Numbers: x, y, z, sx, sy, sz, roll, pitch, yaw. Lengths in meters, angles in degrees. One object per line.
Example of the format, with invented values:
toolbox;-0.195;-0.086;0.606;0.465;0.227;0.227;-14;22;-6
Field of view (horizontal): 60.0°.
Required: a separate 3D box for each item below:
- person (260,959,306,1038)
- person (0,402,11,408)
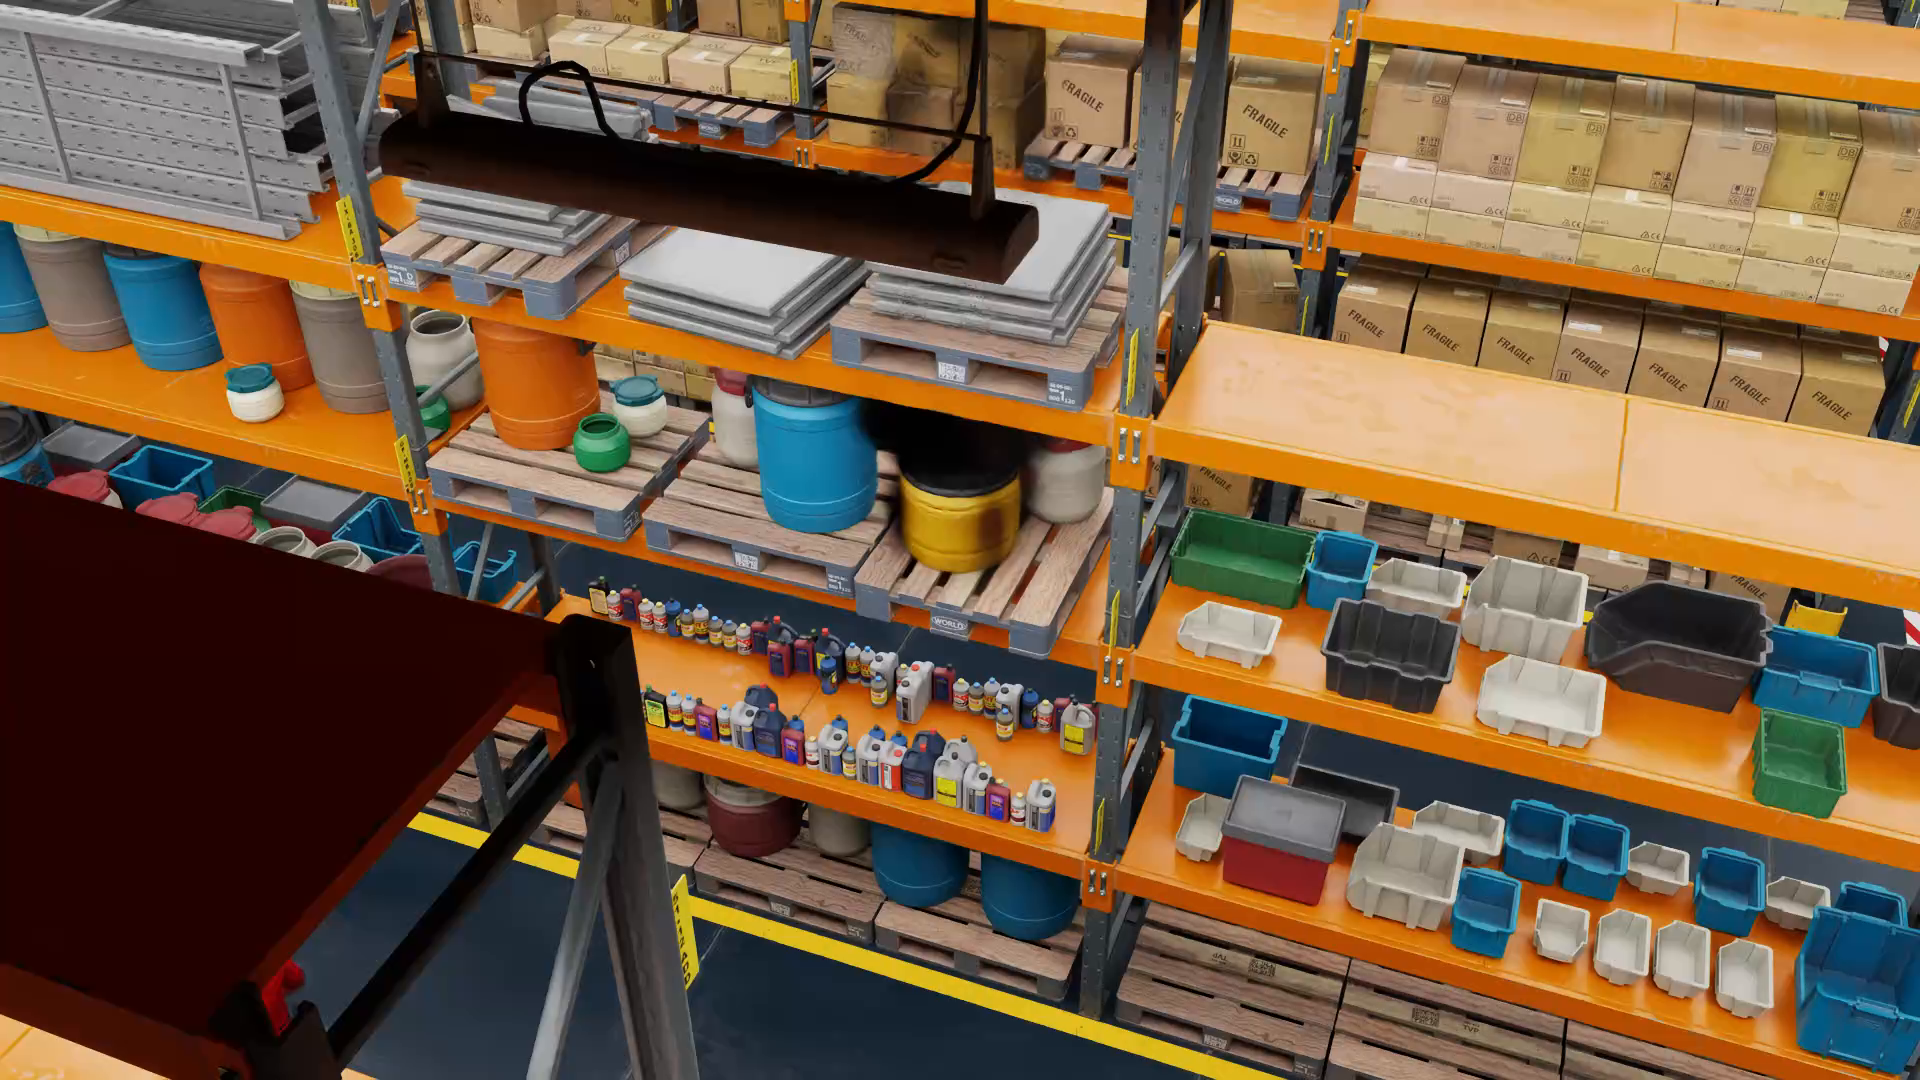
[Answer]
person;-3.435;2.659;8.416;0.814;1.735;0.673;7;37;9
person;-8.524;-1.594;14.098;0.639;1.714;0.688;-2;37;-3
